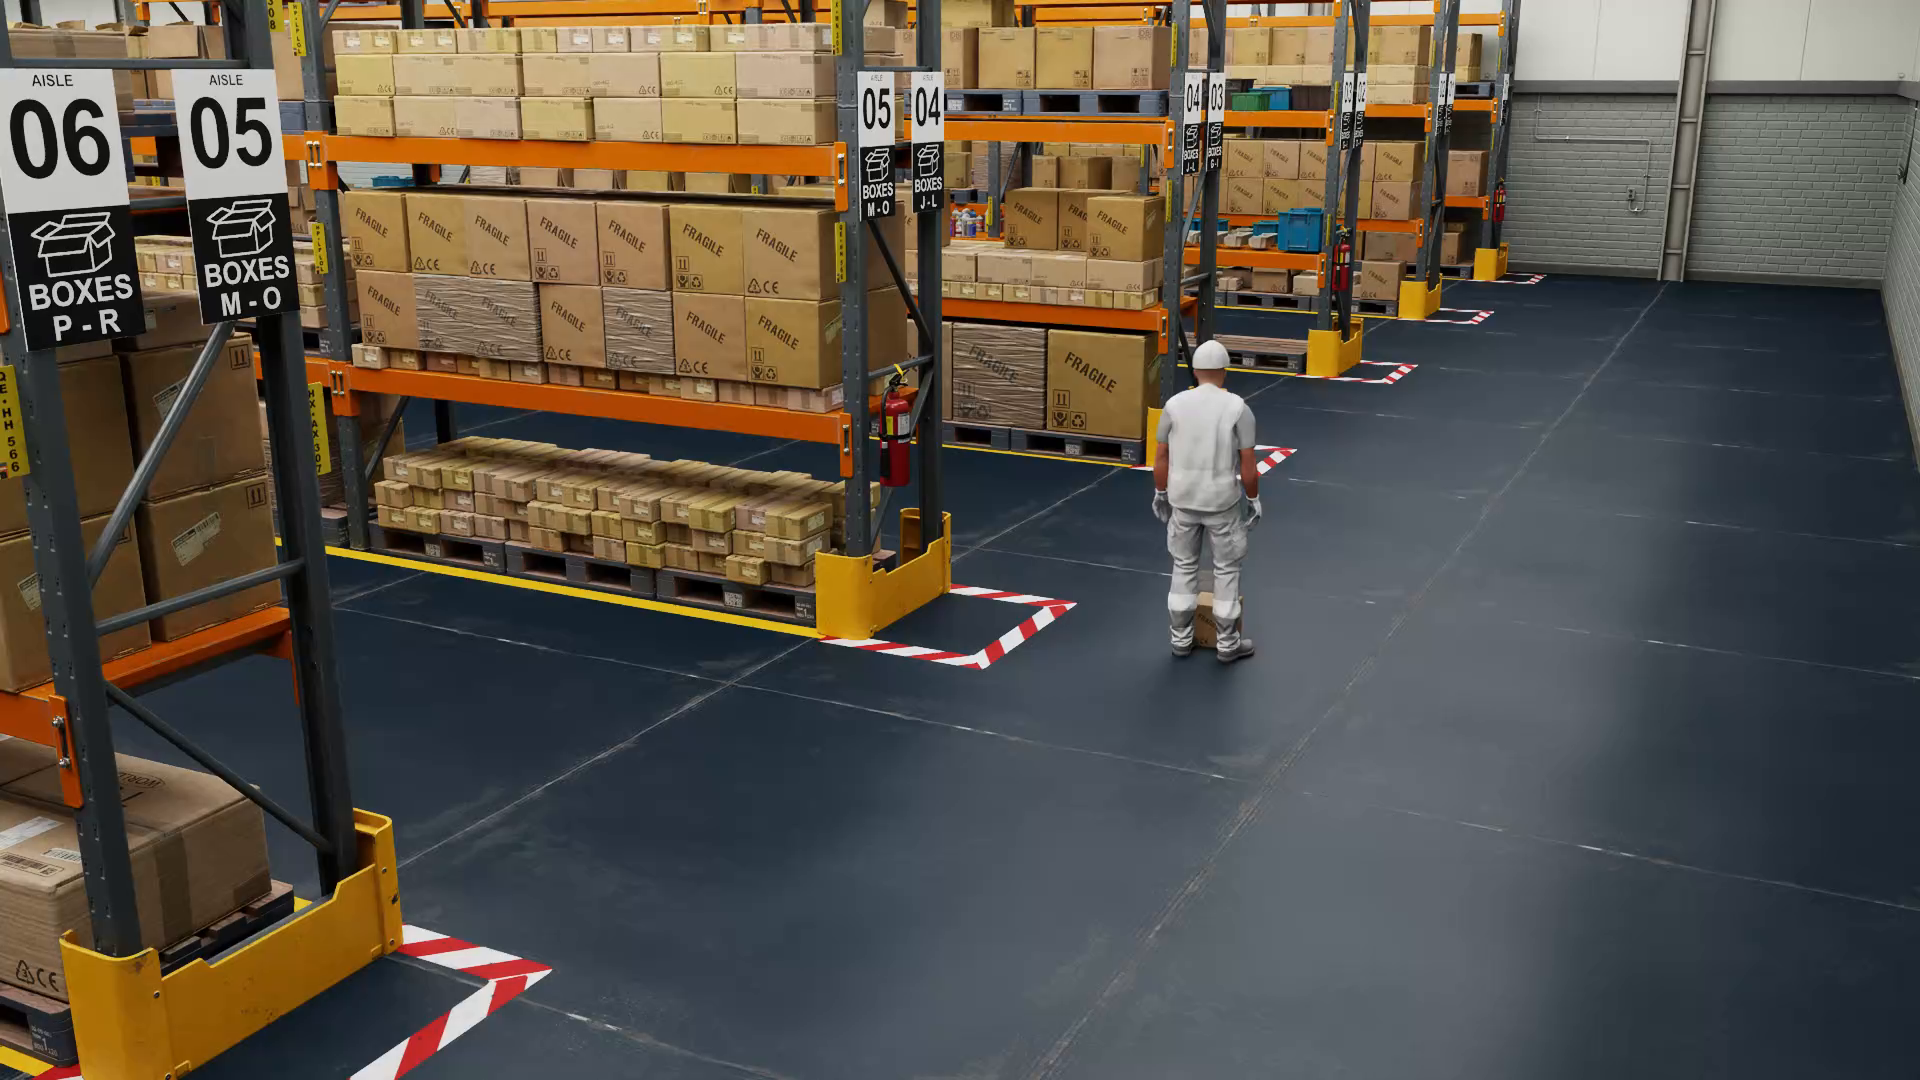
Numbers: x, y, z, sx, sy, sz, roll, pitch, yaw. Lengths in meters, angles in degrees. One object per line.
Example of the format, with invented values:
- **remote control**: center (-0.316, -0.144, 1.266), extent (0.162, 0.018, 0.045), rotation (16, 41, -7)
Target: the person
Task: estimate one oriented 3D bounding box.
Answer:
- **person**: center (1.373, -0.214, 9.267), extent (0.623, 1.778, 0.446), rotation (7, 17, 23)
